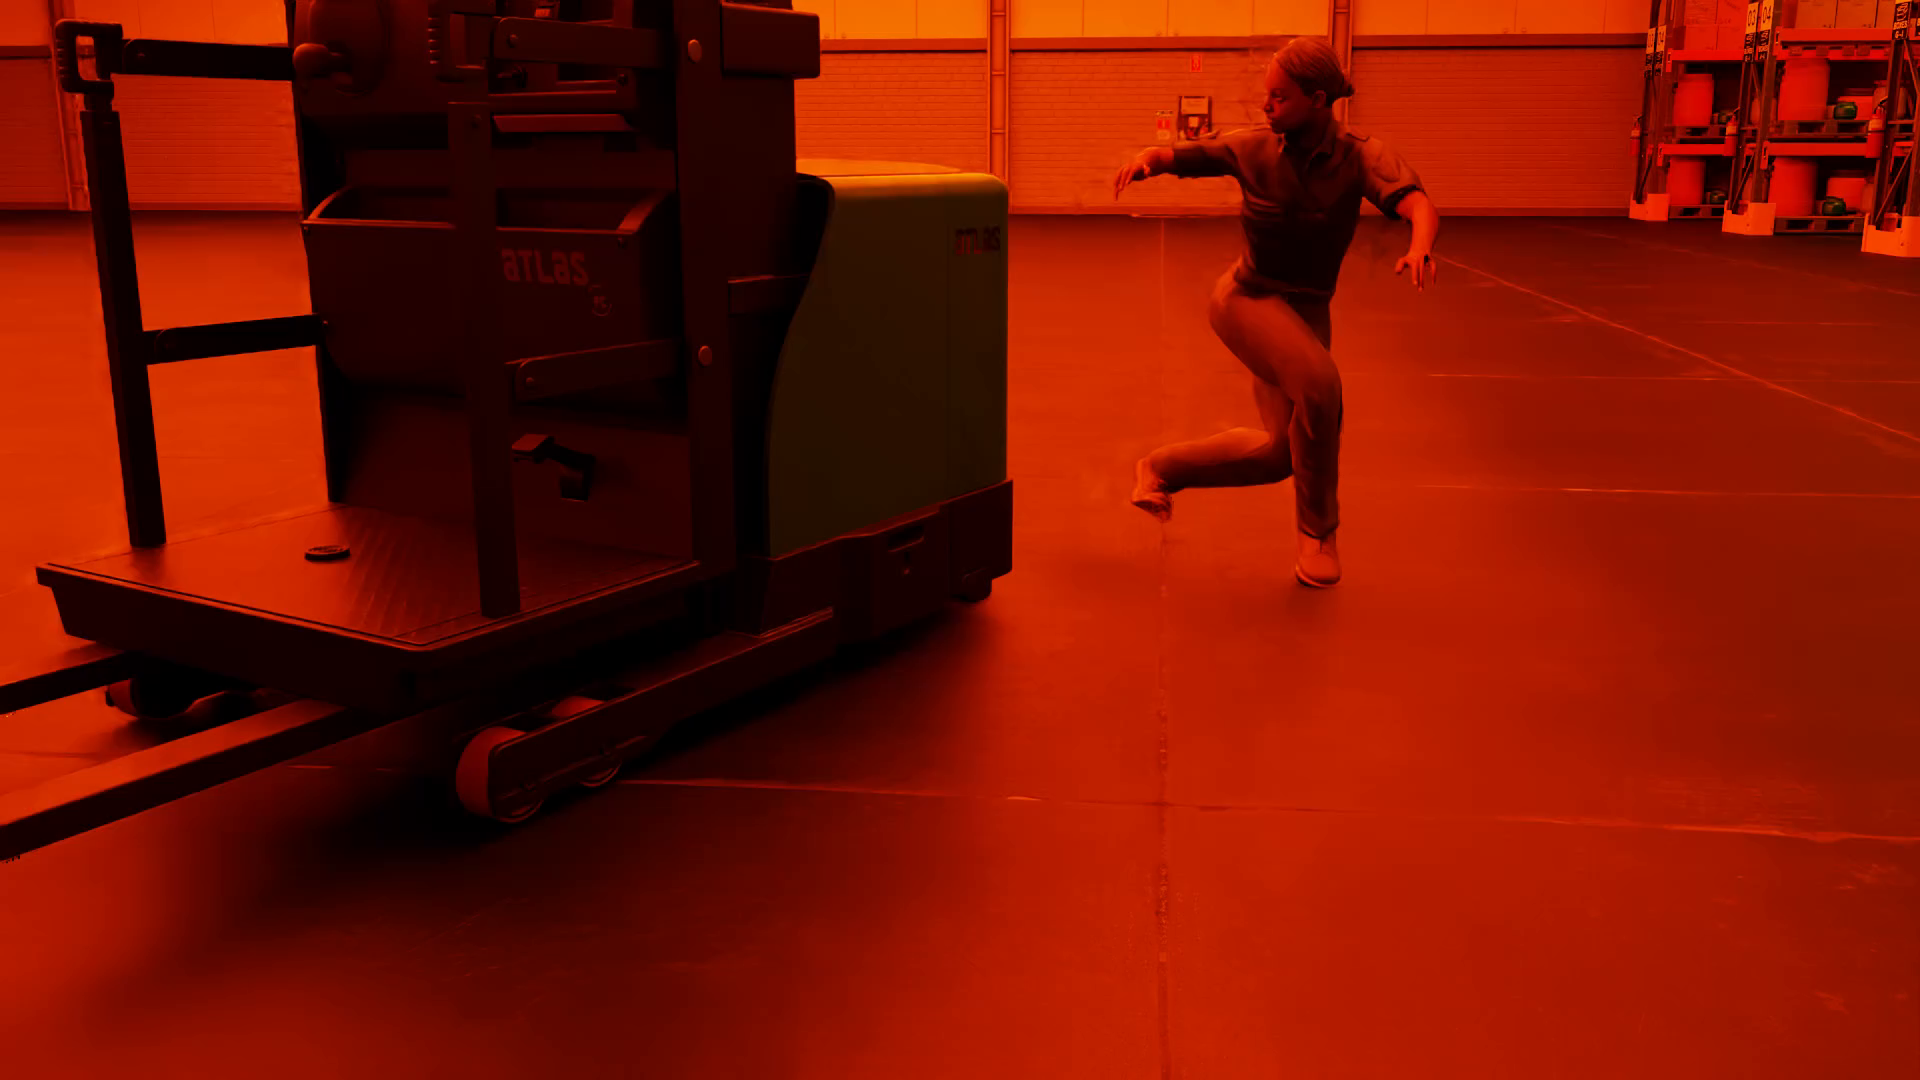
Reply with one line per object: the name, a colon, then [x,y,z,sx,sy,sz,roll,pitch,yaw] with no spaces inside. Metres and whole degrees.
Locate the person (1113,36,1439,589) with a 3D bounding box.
person: [0.788,-0.596,4.409,0.795,1.426,1.088,-4,14,-15]

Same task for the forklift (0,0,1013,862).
forklift: [-1.063,-1.059,3.040,1.130,2.935,3.031,8,15,31]
